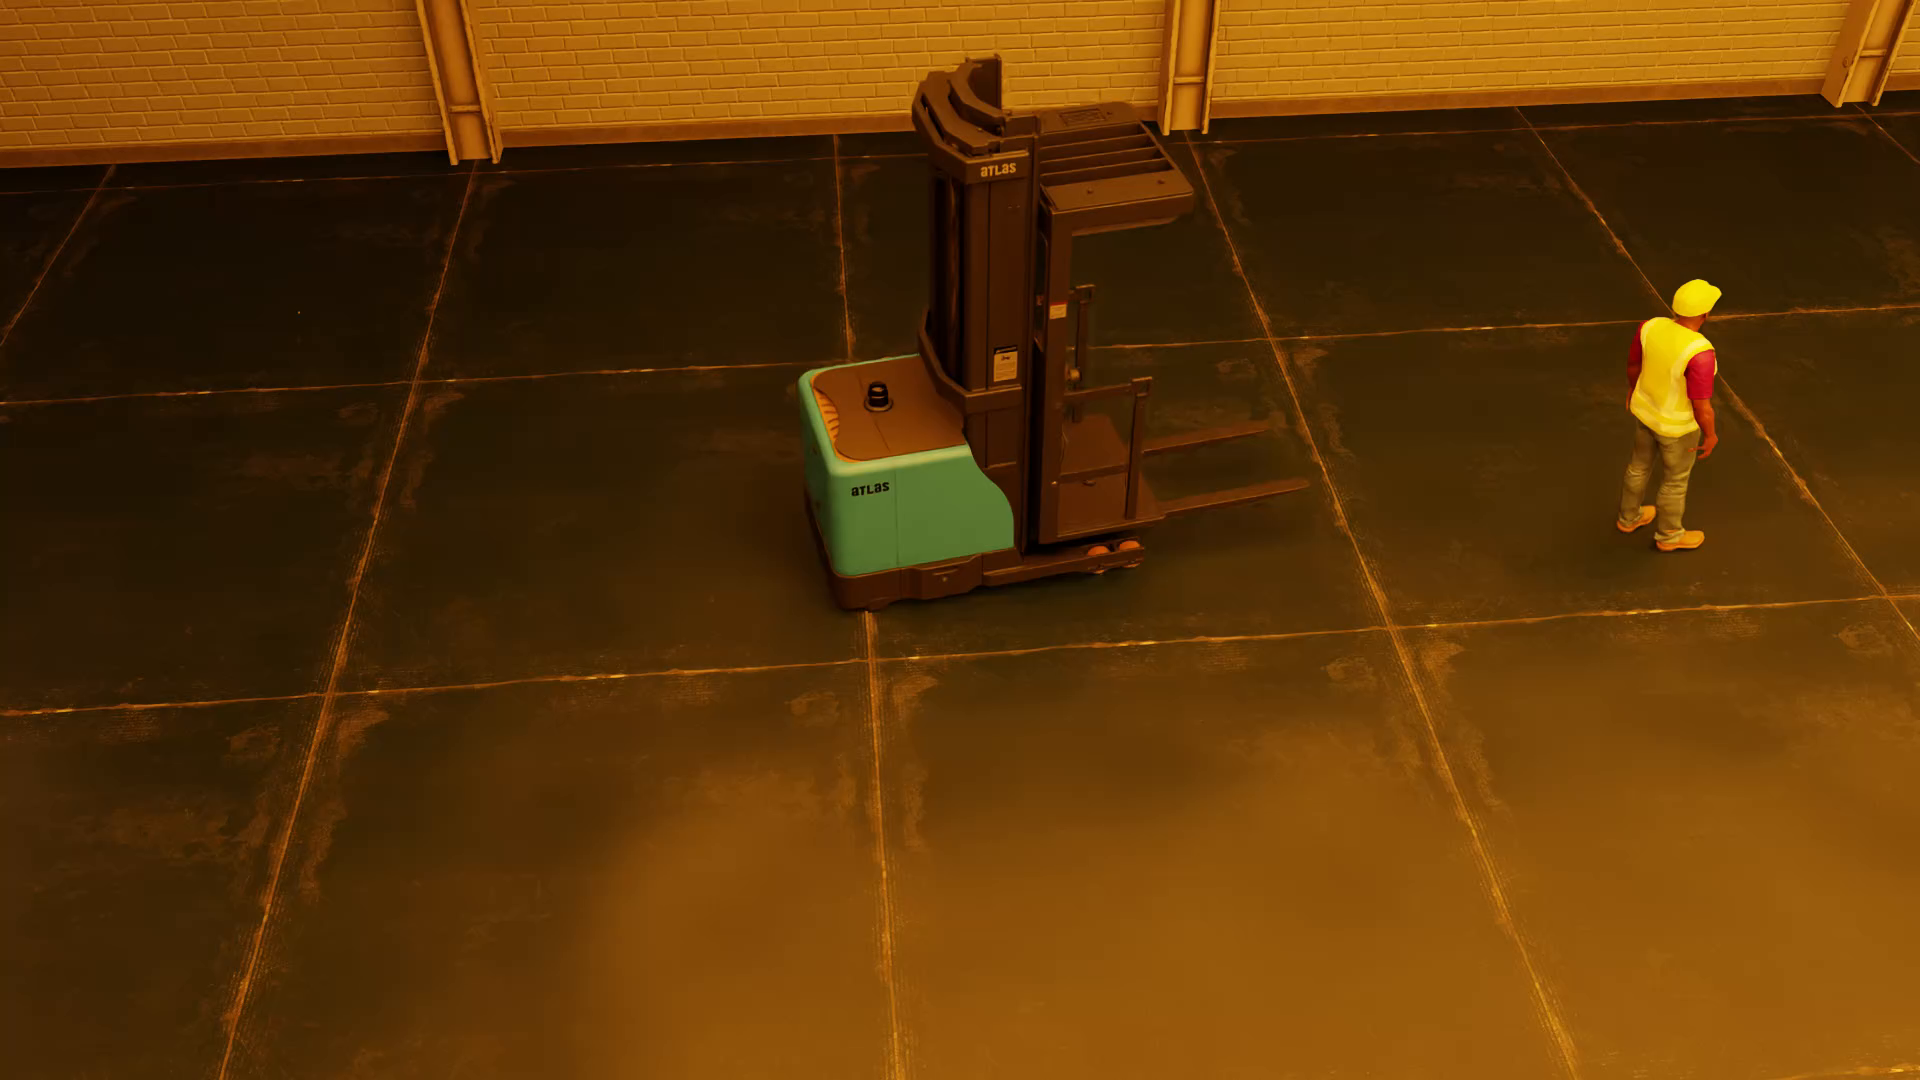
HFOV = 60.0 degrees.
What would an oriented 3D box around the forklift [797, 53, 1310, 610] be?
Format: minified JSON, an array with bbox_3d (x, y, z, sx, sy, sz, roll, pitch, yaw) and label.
[{"bbox_3d":[0.614,-1.235,9.381,3.031,2.935,1.130,-10,42,-12],"label":"forklift"}]

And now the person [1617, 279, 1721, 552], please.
[{"bbox_3d":[4.183,-0.749,9.701,0.565,1.768,0.665,-16,43,-18],"label":"person"}]
